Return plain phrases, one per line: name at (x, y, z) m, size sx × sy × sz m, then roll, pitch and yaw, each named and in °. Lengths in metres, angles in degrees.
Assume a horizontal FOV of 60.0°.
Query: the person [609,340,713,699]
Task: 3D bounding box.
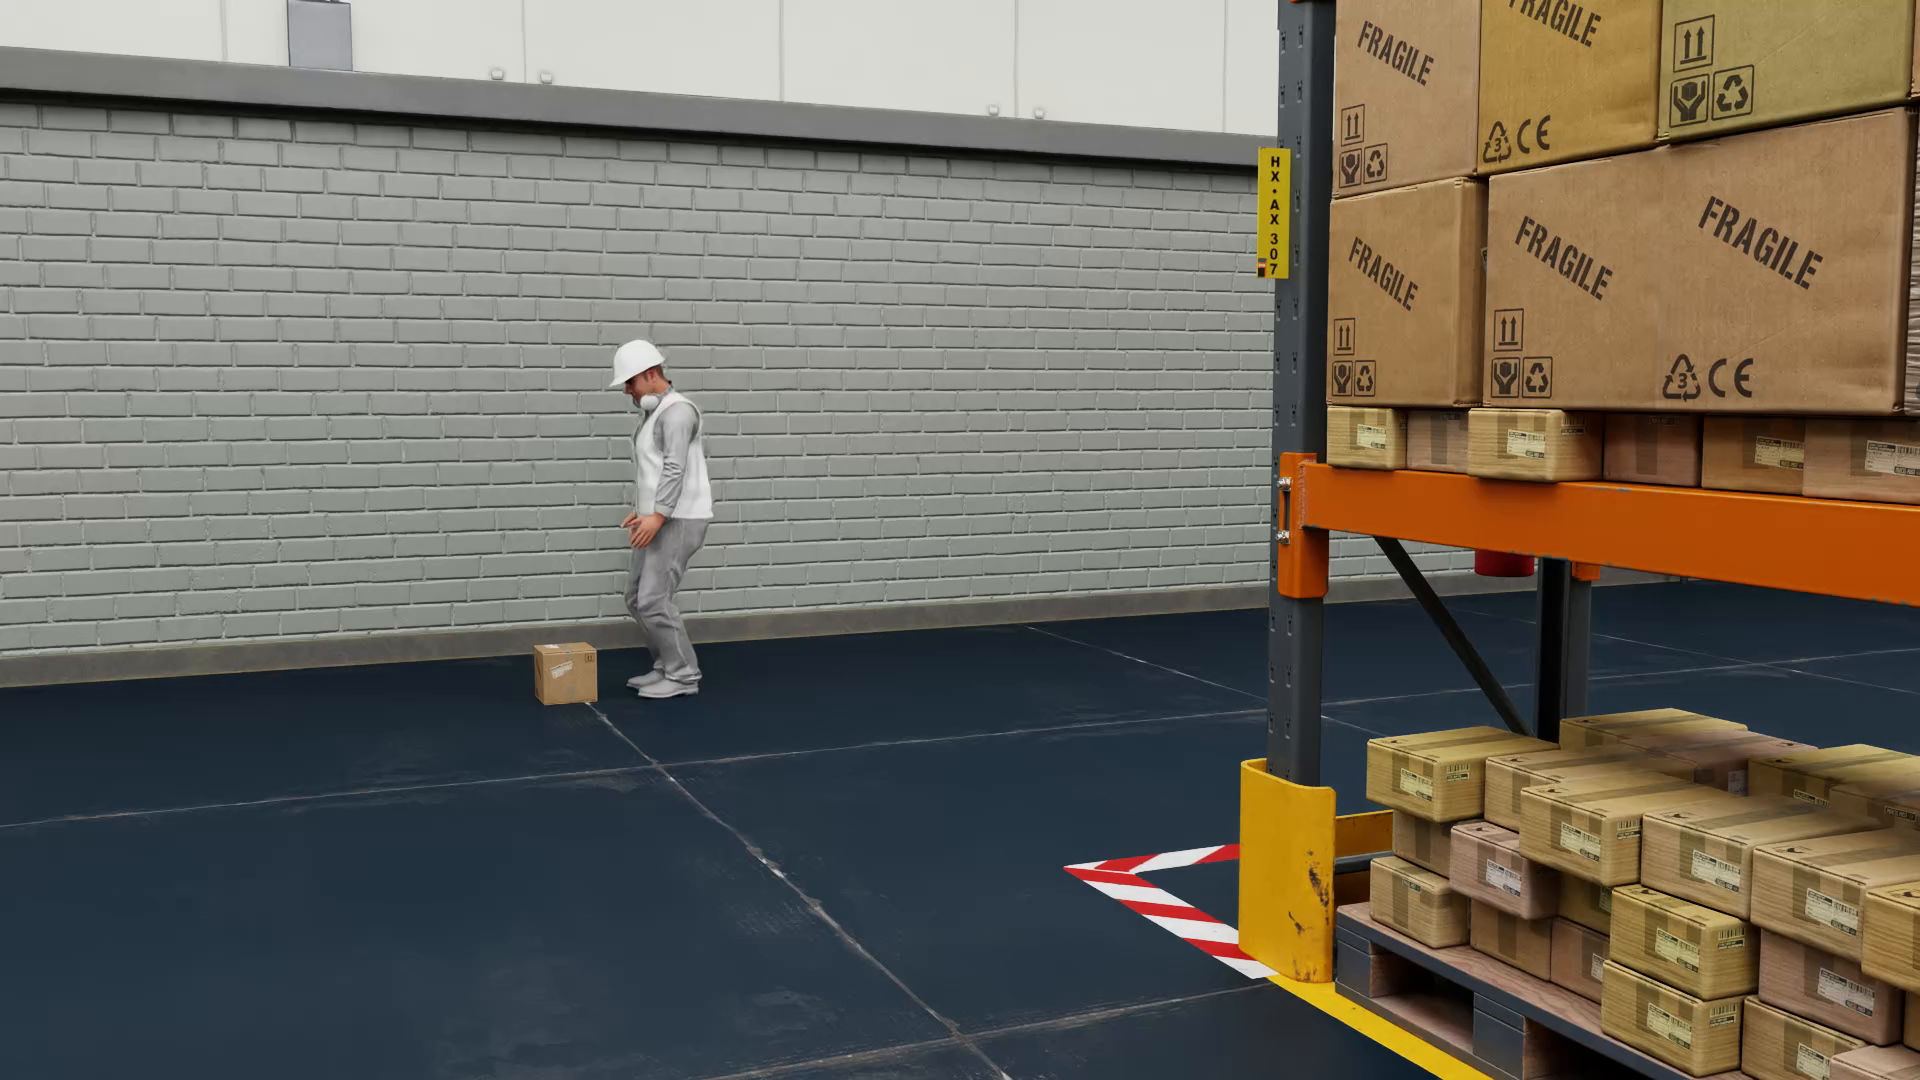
person at (-1.446, -0.103, 8.053) m, size 0.476 × 1.719 × 0.560 m, roll -2°, pitch 6°, yaw -22°
